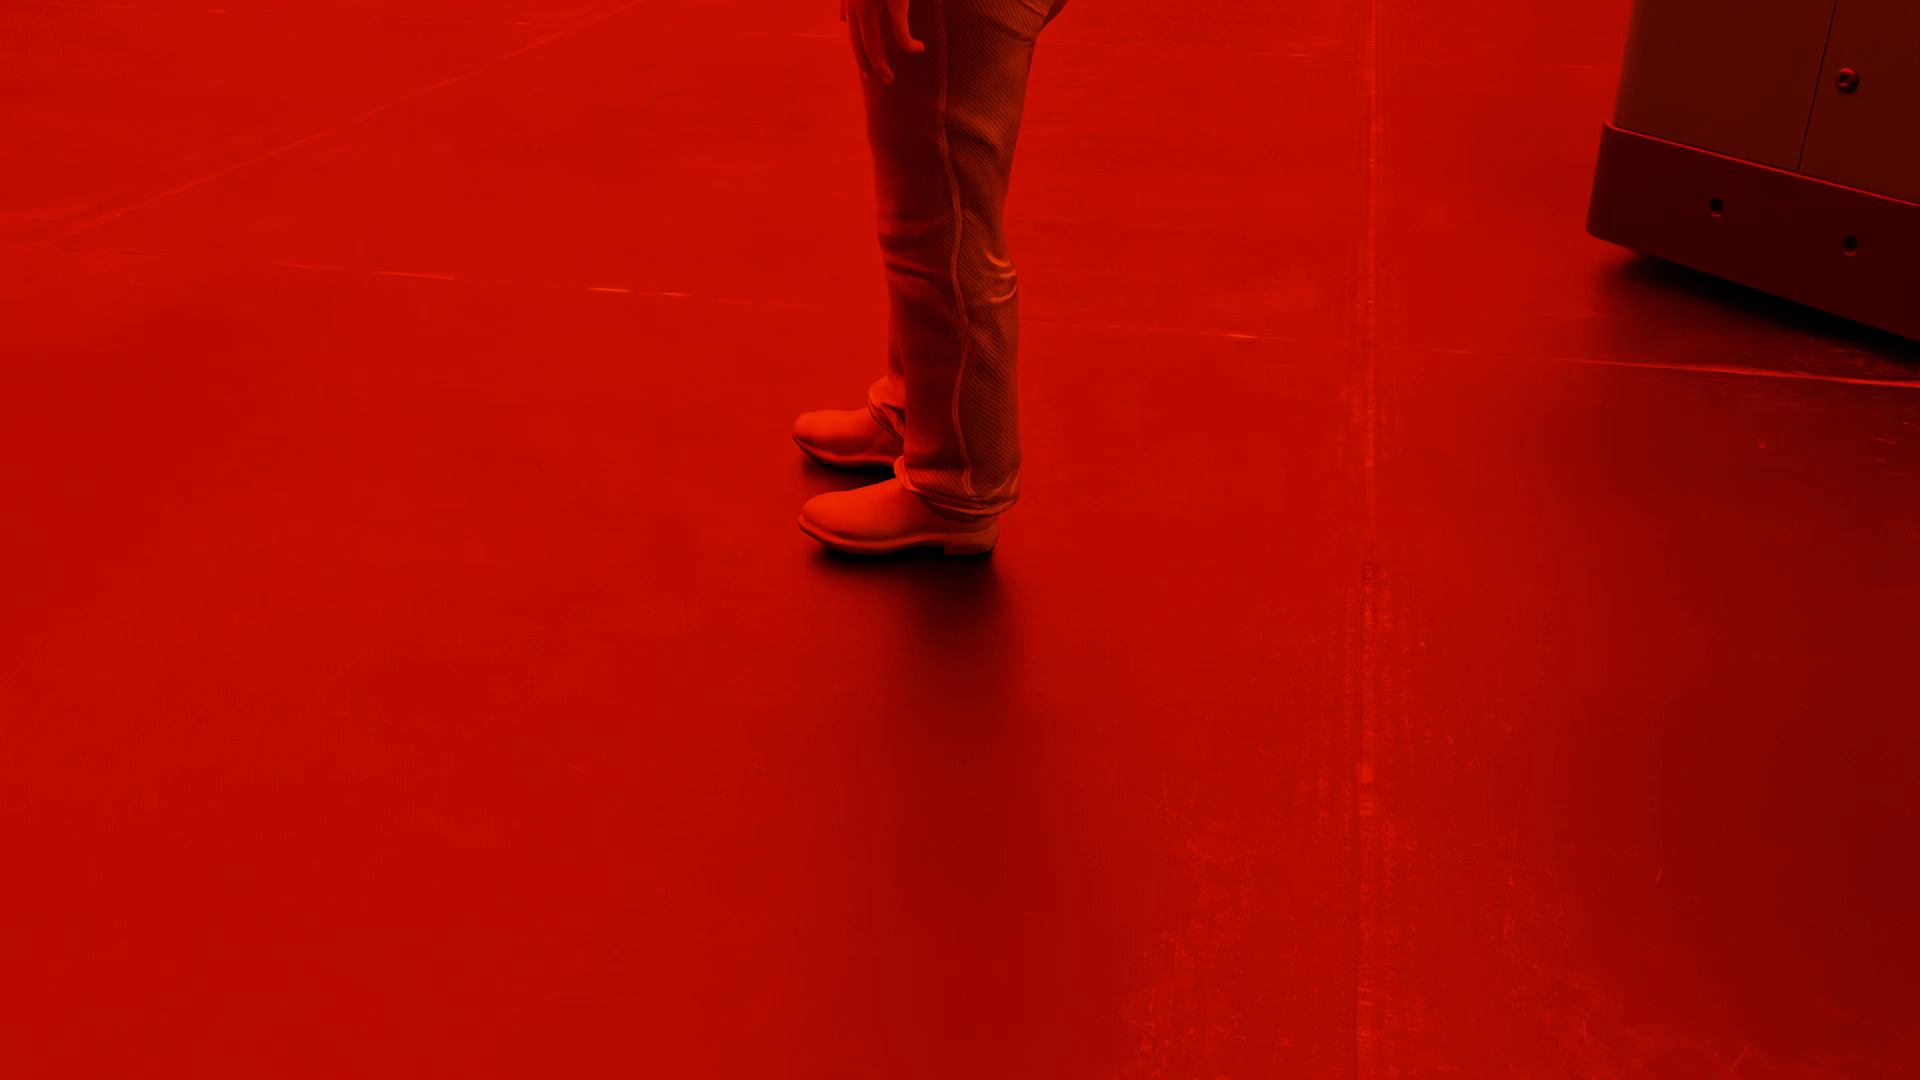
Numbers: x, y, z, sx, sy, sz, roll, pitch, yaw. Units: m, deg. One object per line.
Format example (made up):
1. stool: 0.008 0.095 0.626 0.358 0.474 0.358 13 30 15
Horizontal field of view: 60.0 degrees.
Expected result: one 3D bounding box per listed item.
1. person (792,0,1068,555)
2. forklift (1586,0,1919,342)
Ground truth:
1. person: -0.058 -0.808 2.116 0.568 1.773 0.632 6 27 11
2. forklift: 2.935 -2.065 3.340 3.031 2.935 1.130 -14 30 -25
